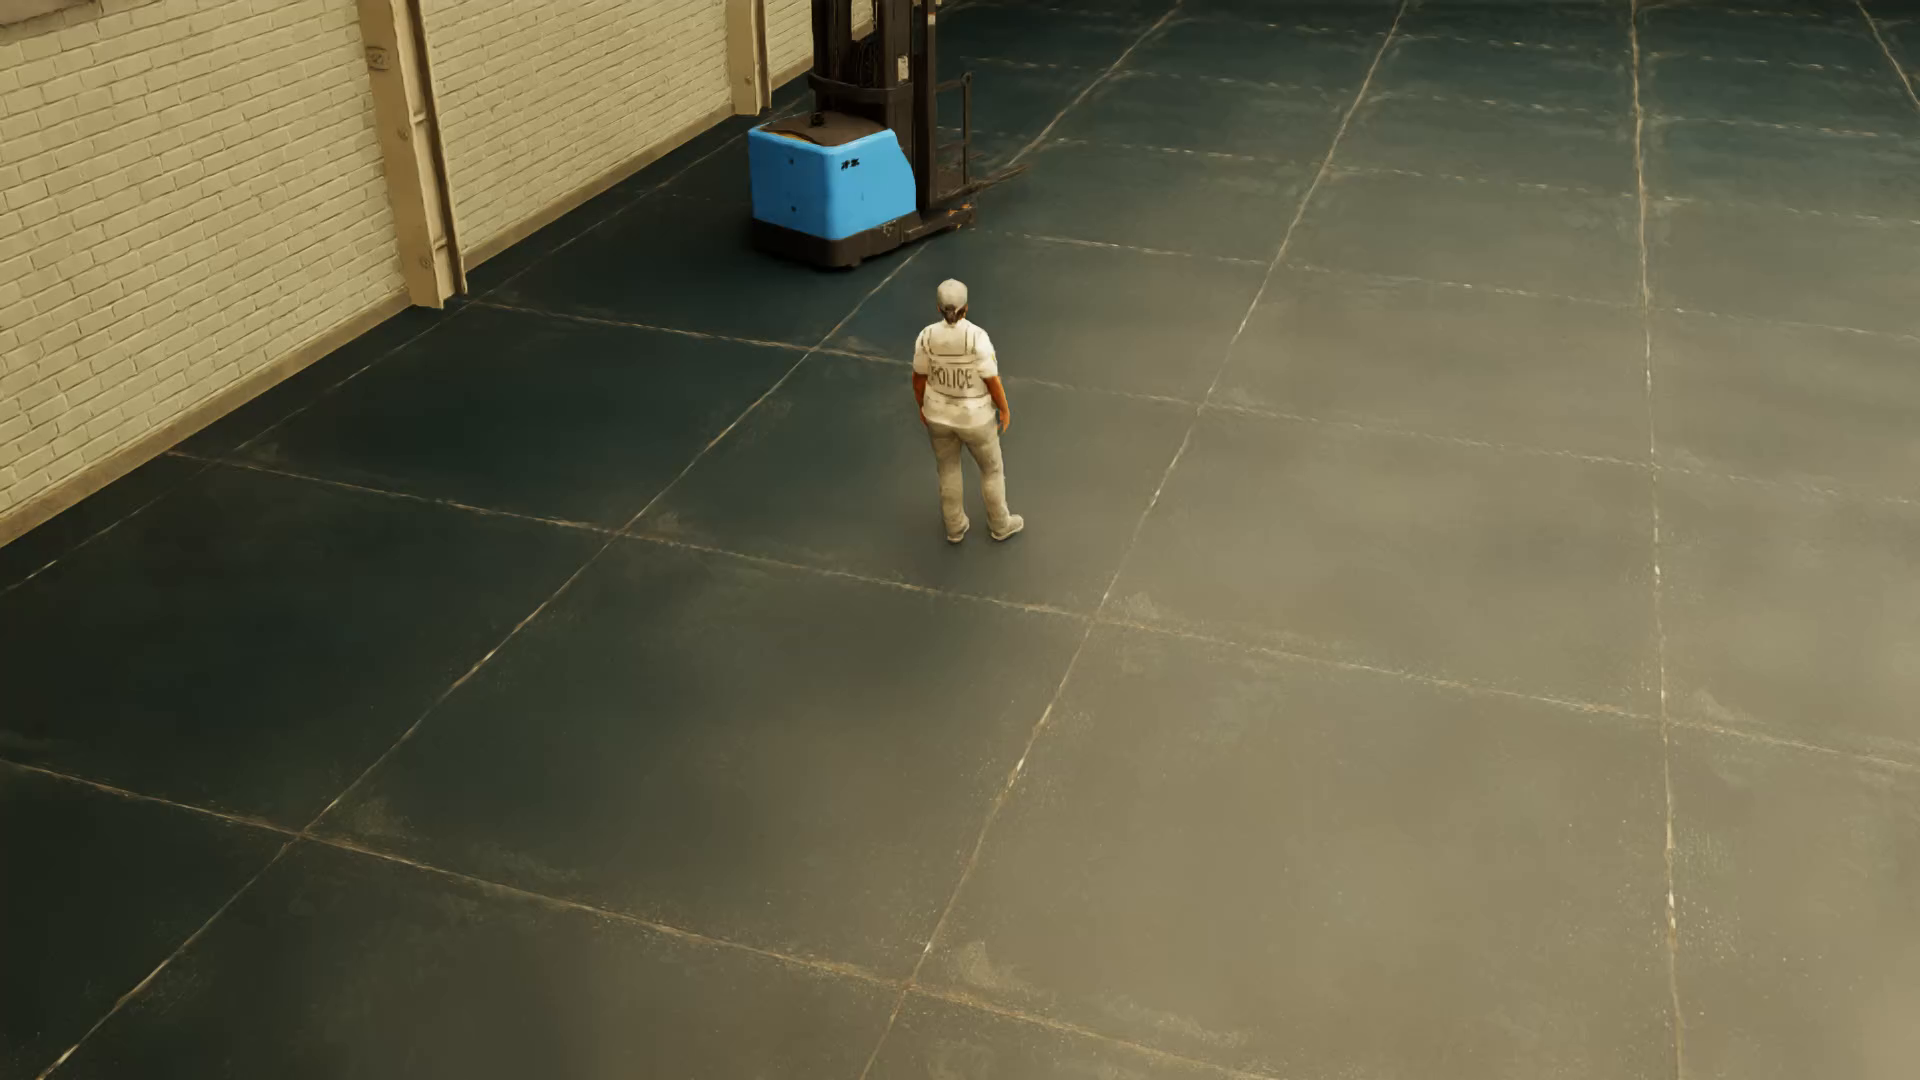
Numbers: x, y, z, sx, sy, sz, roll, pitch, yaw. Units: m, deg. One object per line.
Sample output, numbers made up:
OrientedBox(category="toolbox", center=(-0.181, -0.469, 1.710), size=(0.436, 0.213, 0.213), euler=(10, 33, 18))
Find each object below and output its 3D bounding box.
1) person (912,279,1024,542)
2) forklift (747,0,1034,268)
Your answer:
OrientedBox(category="person", center=(0.046, -0.763, 9.736), size=(0.598, 1.669, 0.529), euler=(10, 31, 16))
OrientedBox(category="forklift", center=(-0.495, -4.223, 14.545), size=(1.130, 2.935, 3.031), euler=(22, 36, 33))
